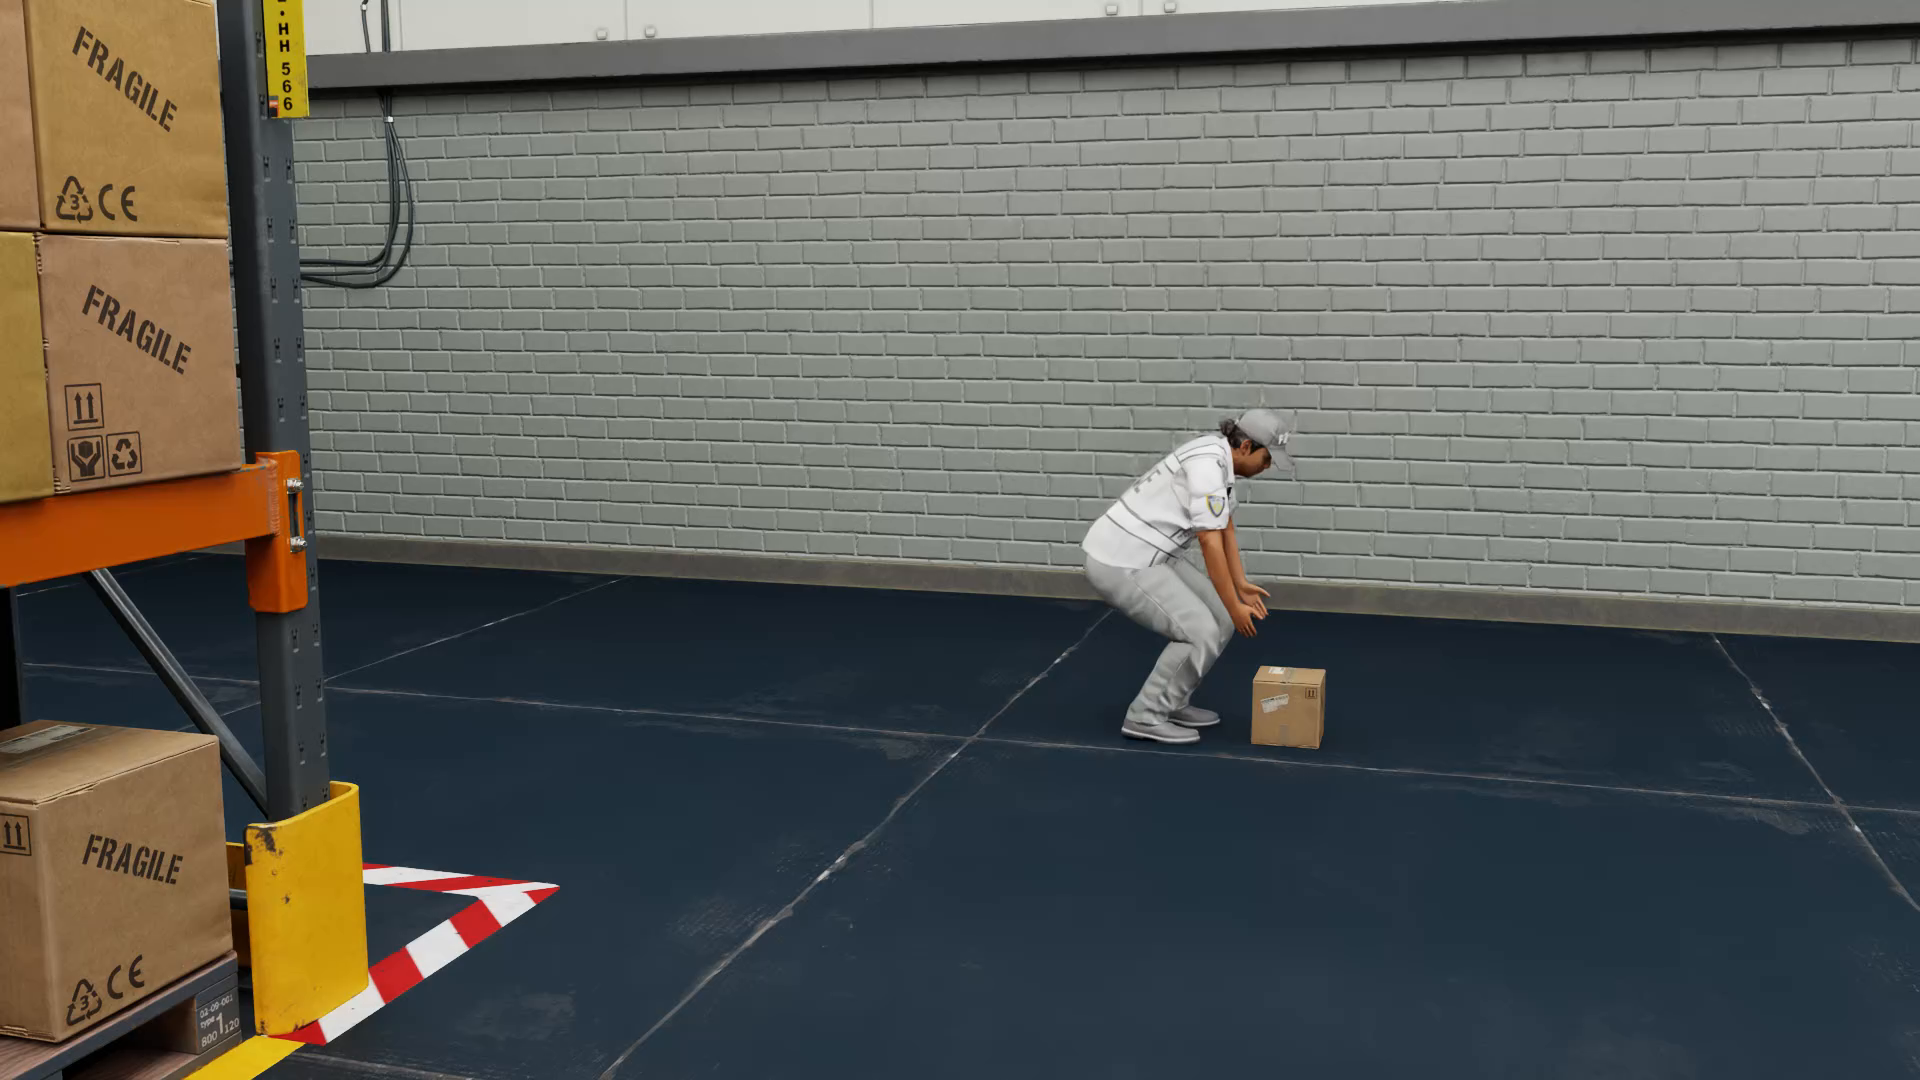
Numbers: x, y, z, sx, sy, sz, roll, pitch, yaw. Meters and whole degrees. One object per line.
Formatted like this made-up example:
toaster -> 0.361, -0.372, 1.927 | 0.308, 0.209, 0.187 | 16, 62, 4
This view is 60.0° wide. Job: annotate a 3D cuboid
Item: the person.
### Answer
person -> 0.874, 0.121, 6.408 | 0.785, 1.265, 0.538 | 2, 9, 16
